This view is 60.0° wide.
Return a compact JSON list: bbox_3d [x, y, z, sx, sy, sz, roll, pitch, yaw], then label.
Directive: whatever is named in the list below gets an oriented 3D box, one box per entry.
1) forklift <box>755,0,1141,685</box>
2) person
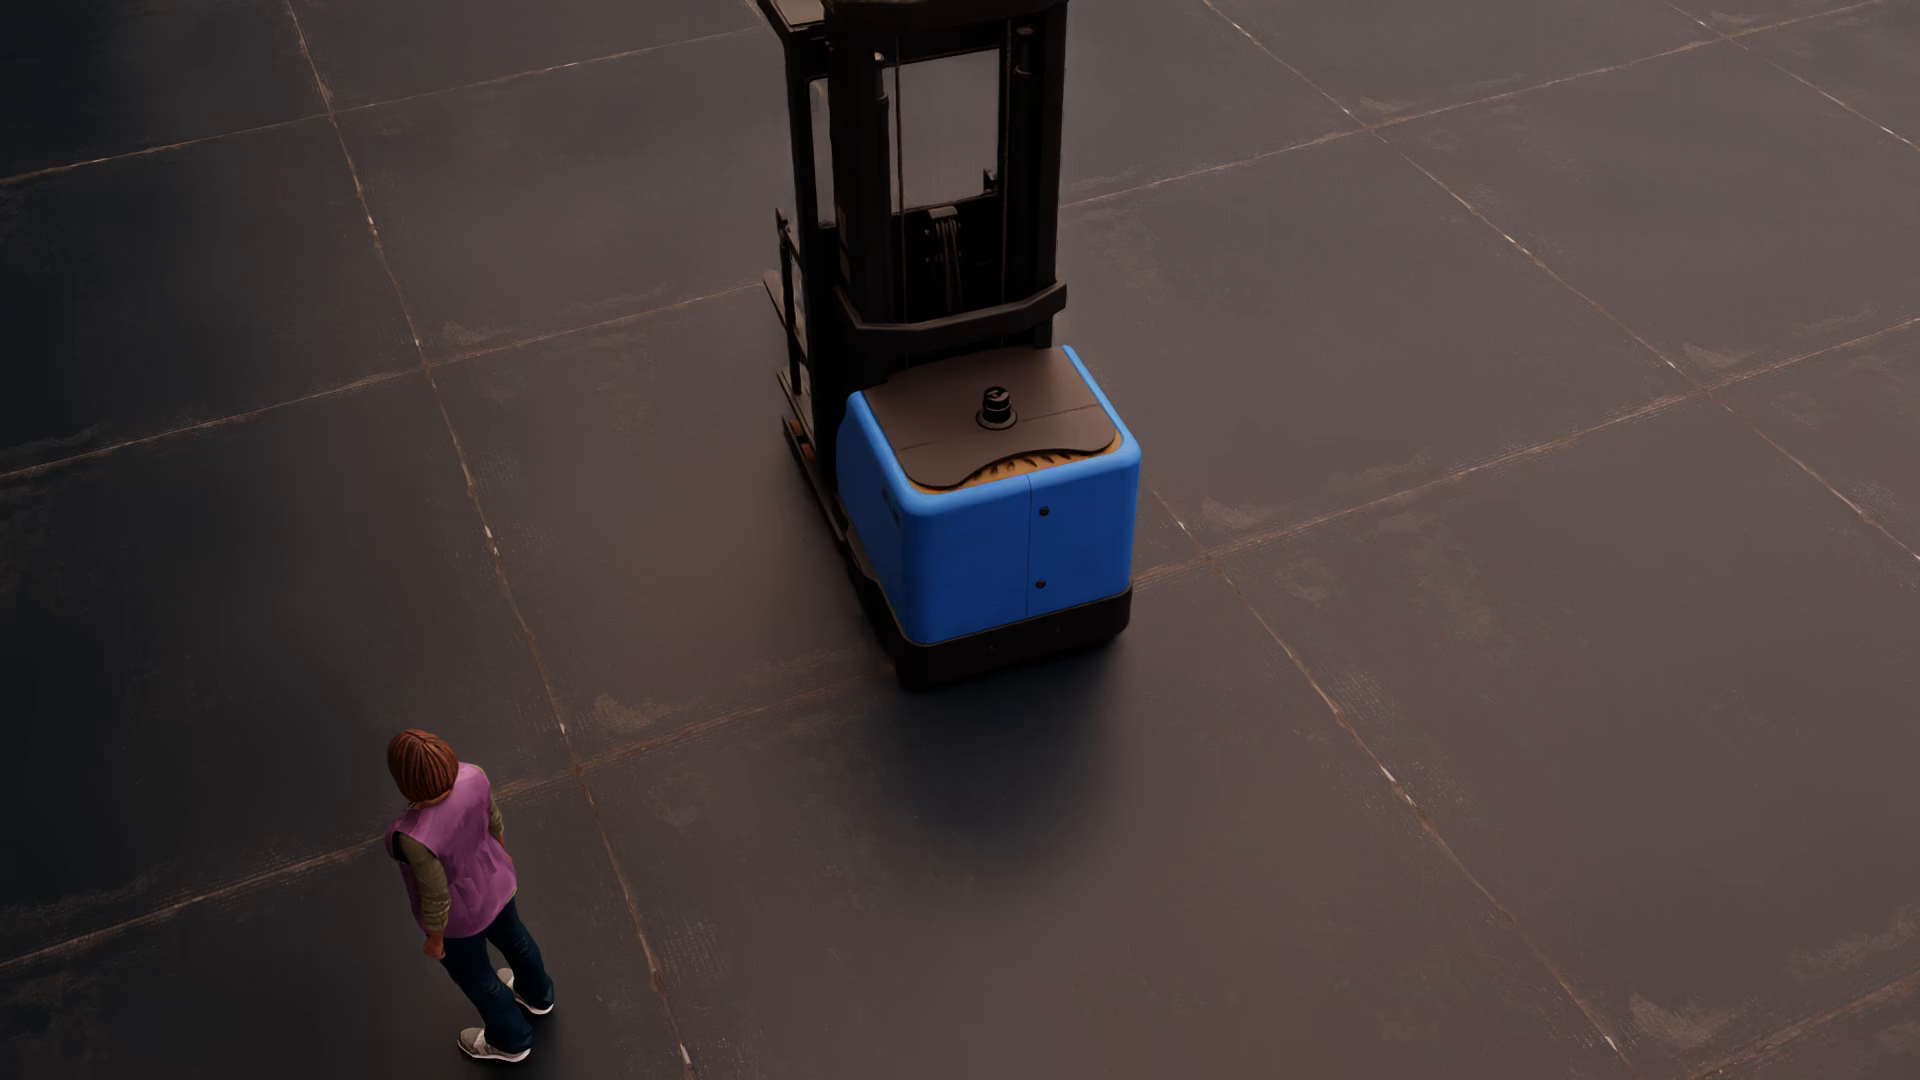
[{"bbox_3d":[-0.237,-1.475,7.261,1.130,2.935,3.031,-14,45,-15],"label":"forklift"},{"bbox_3d":[-1.611,1.161,5.412,0.319,1.603,0.422,16,45,16],"label":"person"}]
